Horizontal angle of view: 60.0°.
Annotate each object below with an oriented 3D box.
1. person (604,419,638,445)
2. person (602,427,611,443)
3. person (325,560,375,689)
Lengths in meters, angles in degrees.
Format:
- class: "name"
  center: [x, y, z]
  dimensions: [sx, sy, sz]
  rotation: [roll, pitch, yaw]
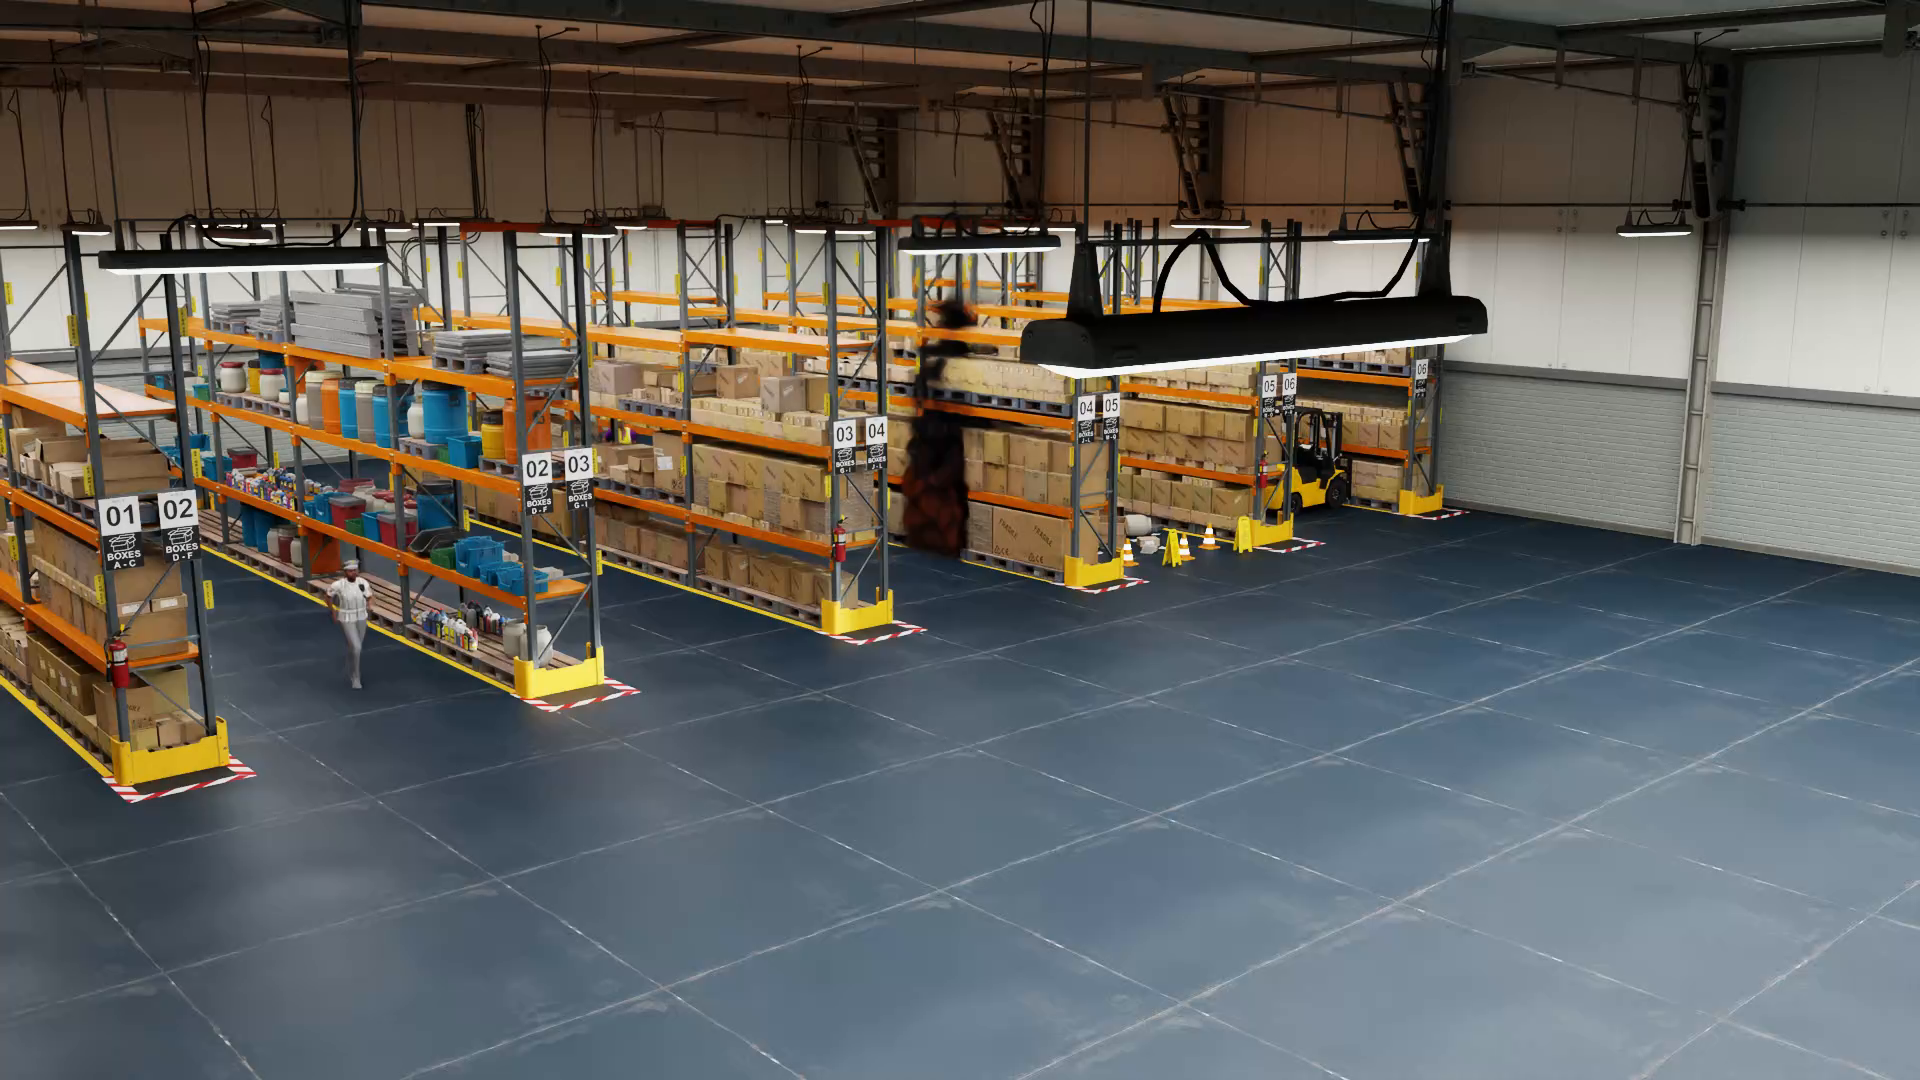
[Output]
- class: "person"
  center: [-7.391, -1.820, 36.461]
  dimensions: [0.666, 1.827, 0.807]
  rotation: [-8, 14, -35]
- class: "person"
  center: [-8.694, -2.804, 41.392]
  dimensions: [0.838, 1.731, 0.663]
  rotation: [-1, 11, -4]
- class: "person"
  center: [-8.094, 1.110, 22.209]
  dimensions: [0.757, 1.748, 0.562]
  rotation: [11, 16, 43]
